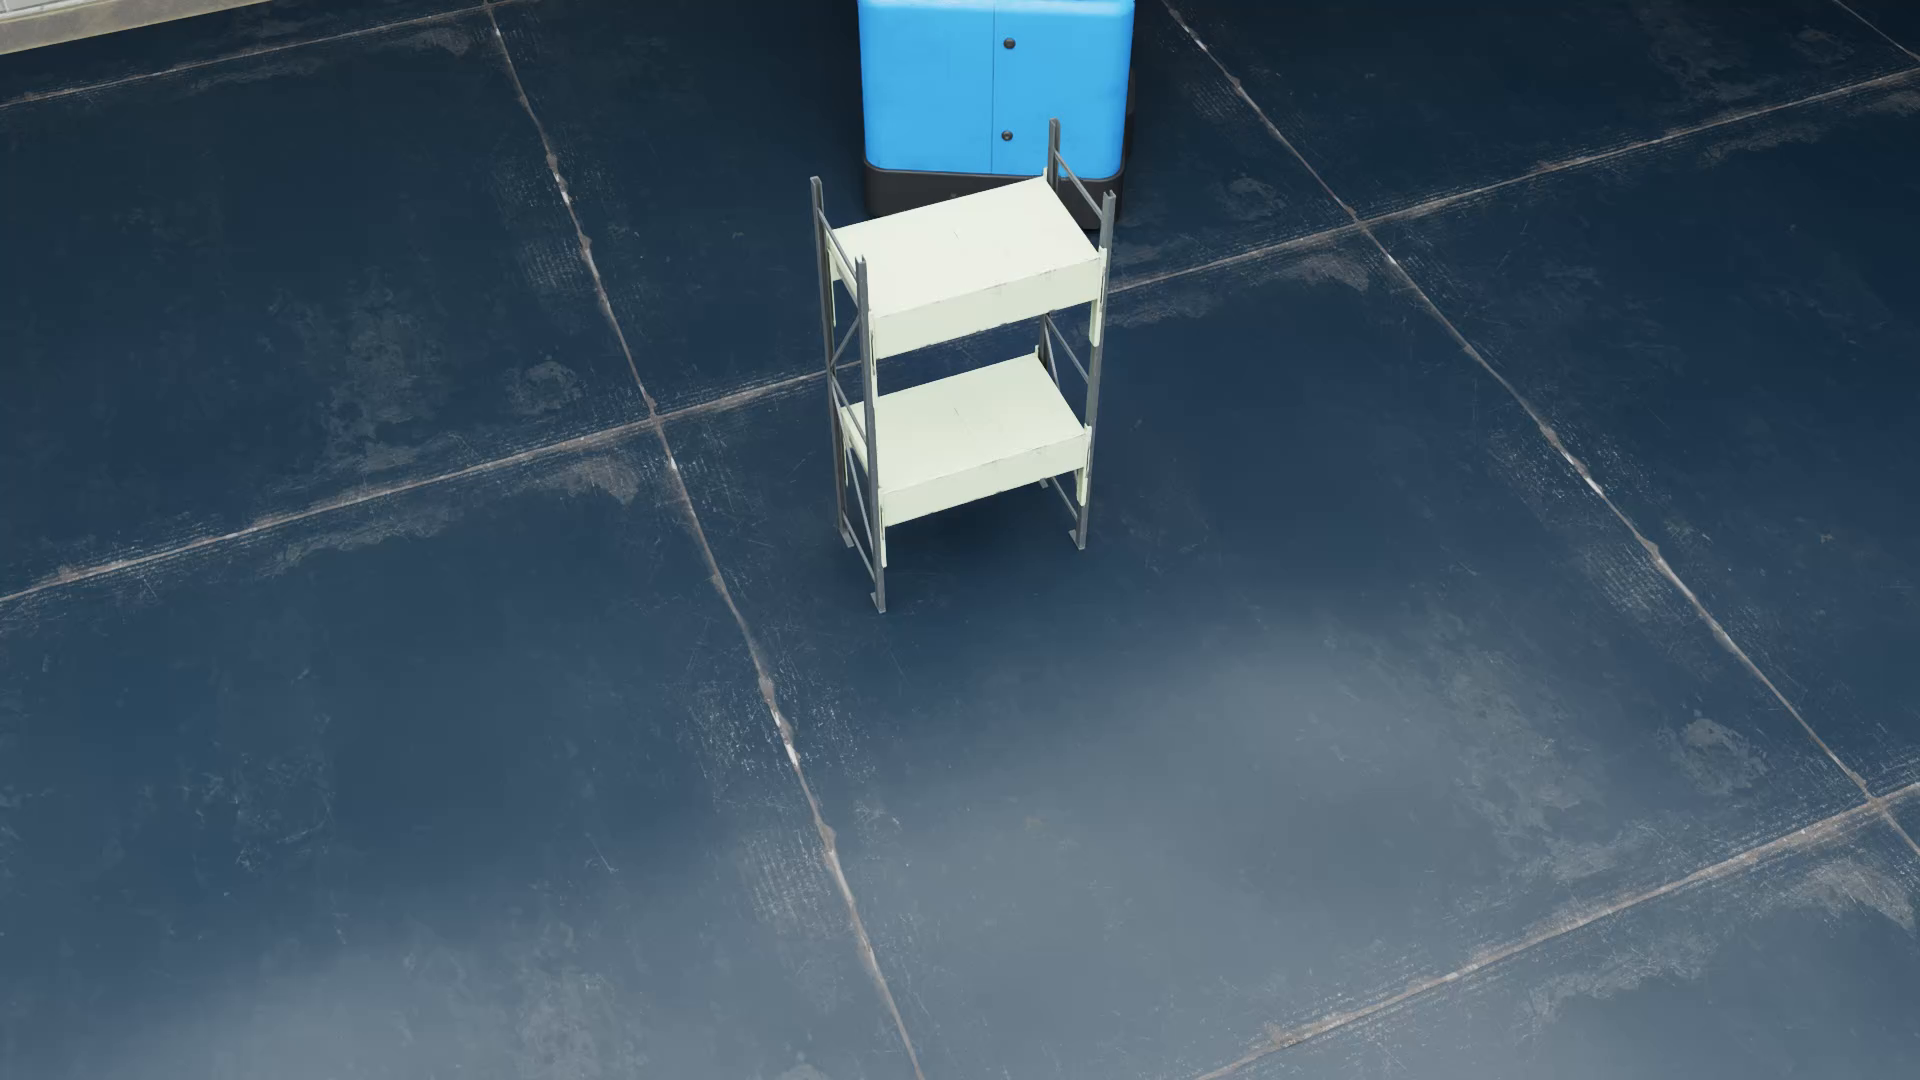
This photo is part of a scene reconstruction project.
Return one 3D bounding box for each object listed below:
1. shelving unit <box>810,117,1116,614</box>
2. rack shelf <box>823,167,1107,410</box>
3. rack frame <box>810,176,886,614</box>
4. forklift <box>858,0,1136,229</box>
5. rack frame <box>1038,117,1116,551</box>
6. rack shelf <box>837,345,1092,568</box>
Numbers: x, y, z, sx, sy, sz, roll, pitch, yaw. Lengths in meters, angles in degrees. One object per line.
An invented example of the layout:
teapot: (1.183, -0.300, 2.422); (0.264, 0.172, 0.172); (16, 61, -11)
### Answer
shelving unit: (0.006, -0.491, 5.183); (0.755, 1.500, 0.431); (-17, 52, -14)
rack shelf: (0.006, -0.745, 4.887); (0.720, 0.370, 0.431); (-17, 52, -14)
rack frame: (-0.333, -0.386, 5.093); (0.023, 1.500, 0.400); (-17, 52, -14)
forklift: (0.238, -3.336, 6.683); (1.130, 2.935, 3.031); (3, 49, 3)
rack frame: (0.345, -0.596, 5.273); (0.023, 1.500, 0.400); (-17, 52, -14)
rack shelf: (0.006, -0.278, 5.430); (0.720, 0.370, 0.431); (-17, 52, -14)
